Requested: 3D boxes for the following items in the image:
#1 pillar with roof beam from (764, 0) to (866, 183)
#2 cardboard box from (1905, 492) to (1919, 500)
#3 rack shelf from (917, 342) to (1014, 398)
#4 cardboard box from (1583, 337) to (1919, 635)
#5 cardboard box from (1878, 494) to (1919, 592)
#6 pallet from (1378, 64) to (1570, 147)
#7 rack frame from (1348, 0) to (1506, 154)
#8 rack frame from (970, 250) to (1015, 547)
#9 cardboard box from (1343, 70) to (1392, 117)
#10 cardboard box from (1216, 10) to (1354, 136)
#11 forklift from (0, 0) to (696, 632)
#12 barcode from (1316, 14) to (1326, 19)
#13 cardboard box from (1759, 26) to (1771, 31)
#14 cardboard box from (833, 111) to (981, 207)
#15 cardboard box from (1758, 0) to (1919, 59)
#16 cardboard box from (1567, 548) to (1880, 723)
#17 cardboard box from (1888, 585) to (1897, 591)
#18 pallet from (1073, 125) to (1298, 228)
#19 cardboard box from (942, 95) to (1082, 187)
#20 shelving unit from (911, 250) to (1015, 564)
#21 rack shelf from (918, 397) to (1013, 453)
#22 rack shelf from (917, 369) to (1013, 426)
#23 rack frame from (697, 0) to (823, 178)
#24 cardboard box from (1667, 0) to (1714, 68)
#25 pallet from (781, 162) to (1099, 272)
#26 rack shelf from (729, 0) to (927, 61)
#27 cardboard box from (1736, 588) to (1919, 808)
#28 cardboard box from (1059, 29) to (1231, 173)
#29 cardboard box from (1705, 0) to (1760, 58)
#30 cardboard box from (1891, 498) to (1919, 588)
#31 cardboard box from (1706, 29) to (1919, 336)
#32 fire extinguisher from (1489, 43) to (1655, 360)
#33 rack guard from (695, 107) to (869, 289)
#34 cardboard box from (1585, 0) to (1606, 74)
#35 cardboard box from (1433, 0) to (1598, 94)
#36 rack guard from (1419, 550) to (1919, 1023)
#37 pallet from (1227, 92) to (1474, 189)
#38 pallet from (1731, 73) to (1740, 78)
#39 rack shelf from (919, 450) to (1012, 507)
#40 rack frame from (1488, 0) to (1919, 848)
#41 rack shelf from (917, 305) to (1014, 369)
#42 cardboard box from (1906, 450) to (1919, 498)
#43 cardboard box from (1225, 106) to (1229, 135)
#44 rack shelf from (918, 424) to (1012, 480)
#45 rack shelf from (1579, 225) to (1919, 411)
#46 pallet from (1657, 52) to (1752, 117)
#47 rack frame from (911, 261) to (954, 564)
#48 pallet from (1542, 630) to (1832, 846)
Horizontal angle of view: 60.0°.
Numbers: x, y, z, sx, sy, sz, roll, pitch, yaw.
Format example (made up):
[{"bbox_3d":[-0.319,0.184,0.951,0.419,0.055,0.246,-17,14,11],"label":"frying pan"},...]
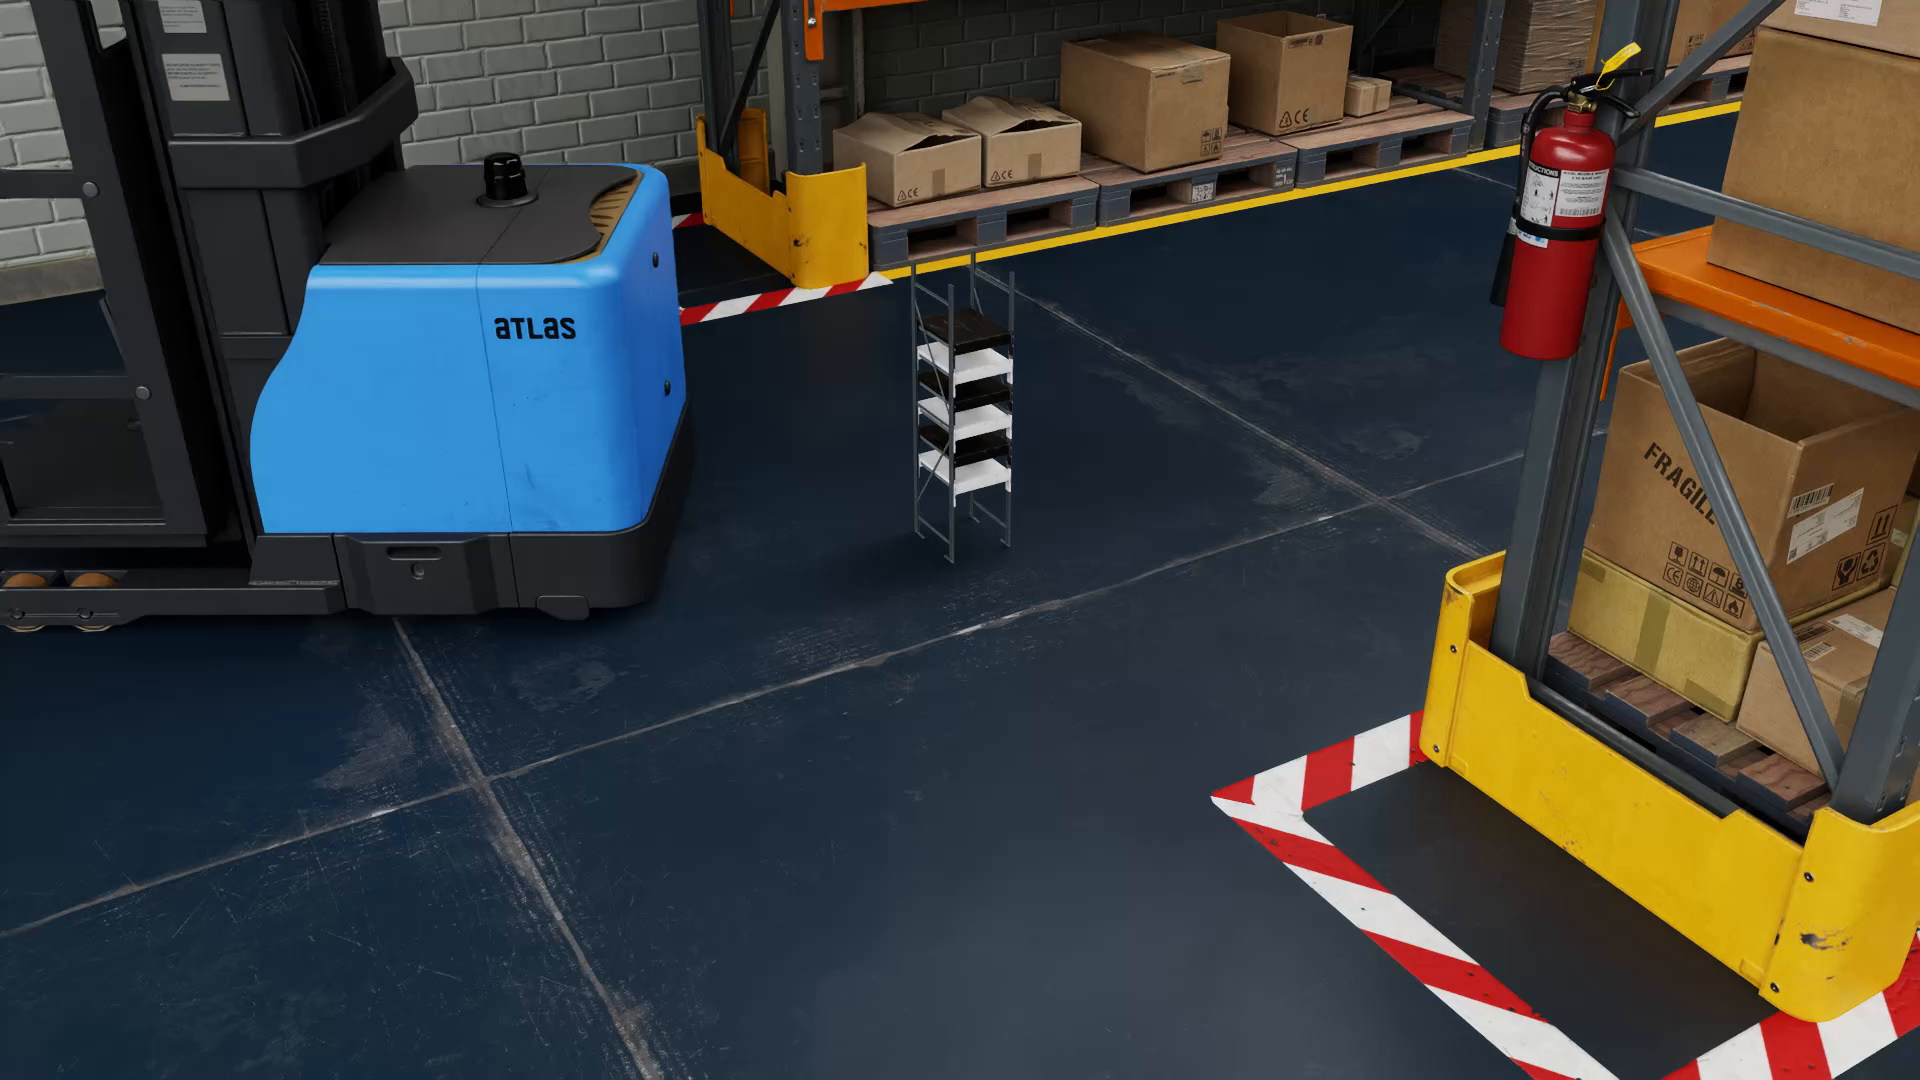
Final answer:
[{"bbox_3d":[1.457,-4.022,3.224,0.400,9.000,9.100,-16,33,-26],"label":"pillar with roof beam"},{"bbox_3d":[2.791,-0.079,4.700,0.500,0.250,0.500,-16,33,-26],"label":"cardboard box"},{"bbox_3d":[0.007,-0.524,4.965,0.200,0.077,0.258,-16,33,-26],"label":"rack shelf"},{"bbox_3d":[1.935,-0.158,4.067,0.500,0.500,0.500,-16,33,-26],"label":"cardboard box"},{"bbox_3d":[2.361,0.044,4.477,0.500,0.250,0.500,-16,33,-26],"label":"cardboard box"},{"bbox_3d":[3.230,-2.606,9.754,1.213,0.211,1.003,-16,33,-26],"label":"pallet"},{"bbox_3d":[2.559,-3.636,8.734,0.127,3.000,1.000,-16,33,-26],"label":"rack frame"},{"bbox_3d":[0.095,-0.421,5.081,0.006,0.900,0.240,-16,33,-26],"label":"rack frame"},{"bbox_3d":[2.113,-2.445,9.053,0.250,0.166,0.380,-21,35,-33],"label":"cardboard box"},{"bbox_3d":[1.685,-2.464,8.741,0.500,0.500,0.500,-19,34,-30],"label":"cardboard box"},{"bbox_3d":[-2.397,-1.275,4.528,3.031,2.935,1.130,0,29,0],"label":"forklift"},{"bbox_3d":[1.972,-2.842,9.096,0.075,0.075,0.001,-16,33,-26],"label":"barcode"},{"bbox_3d":[4.911,-3.438,10.507,0.500,0.500,0.700,-16,33,-26],"label":"cardboard box"},{"bbox_3d":[-0.247,-1.804,7.742,0.500,0.311,0.500,-20,35,-32],"label":"cardboard box"},{"bbox_3d":[1.856,-1.095,3.355,0.250,0.149,0.380,-16,33,-27],"label":"cardboard box"},{"bbox_3d":[1.936,0.171,4.246,0.500,0.250,0.500,-16,33,-26],"label":"cardboard box"},{"bbox_3d":[2.628,0.263,4.080,0.500,0.250,0.500,-16,33,-26],"label":"cardboard box"},{"bbox_3d":[0.945,-1.936,8.539,1.213,0.211,1.003,-16,33,-26],"label":"pallet"},{"bbox_3d":[0.244,-1.944,7.995,0.500,0.311,0.500,-13,31,-22],"label":"cardboard box"},{"bbox_3d":[0.007,-0.396,5.036,0.210,0.900,0.258,-16,33,-26],"label":"shelving unit"},{"bbox_3d":[0.007,-0.367,5.052,0.200,0.077,0.258,-16,33,-26],"label":"rack shelf"},{"bbox_3d":[0.007,-0.446,5.009,0.200,0.077,0.258,-16,33,-26],"label":"rack shelf"},{"bbox_3d":[-0.889,-2.657,6.960,0.127,3.000,1.000,-16,33,-26],"label":"rack frame"},{"bbox_3d":[4.066,-3.177,10.034,0.500,0.500,0.700,-15,32,-26],"label":"cardboard box"},{"bbox_3d":[-0.105,-1.639,8.001,1.213,0.211,1.003,-16,33,-26],"label":"pallet"},{"bbox_3d":[0.835,-2.832,8.021,4.000,0.370,1.077,-16,33,-26],"label":"rack shelf"},{"bbox_3d":[2.199,0.387,3.855,0.500,0.250,0.500,-16,33,-26],"label":"cardboard box"},{"bbox_3d":[0.902,-2.185,8.237,0.500,0.500,0.700,-18,34,-29],"label":"cardboard box"},{"bbox_3d":[4.497,-3.304,10.265,0.500,0.500,0.700,-16,33,-27],"label":"cardboard box"},{"bbox_3d":[2.629,-0.064,3.897,0.500,0.500,0.500,-16,33,-26],"label":"cardboard box"},{"bbox_3d":[2.033,-0.747,3.396,0.500,0.500,0.700,-16,33,-26],"label":"cardboard box"},{"bbox_3d":[1.286,-0.725,3.539,0.183,0.674,0.296,-16,33,-26],"label":"fire extinguisher"},{"bbox_3d":[-0.824,-1.581,7.598,0.348,0.500,1.175,-16,33,-26],"label":"rack guard"},{"bbox_3d":[3.606,-3.069,9.838,0.500,0.500,0.700,-17,33,-27],"label":"cardboard box"},{"bbox_3d":[3.186,-2.921,9.571,0.500,0.500,0.700,-15,32,-25],"label":"cardboard box"},{"bbox_3d":[1.603,0.506,3.816,0.348,0.500,1.175,-16,33,-26],"label":"rack guard"},{"bbox_3d":[1.998,-2.236,9.083,1.213,0.211,1.003,-16,33,-26],"label":"pallet"},{"bbox_3d":[5.334,-3.204,10.837,1.213,0.211,1.003,-16,33,-26],"label":"pallet"},{"bbox_3d":[0.007,-0.209,5.139,0.200,0.077,0.258,-16,33,-26],"label":"rack shelf"},{"bbox_3d":[1.624,-0.594,3.222,0.127,3.000,1.000,-16,33,-26],"label":"rack frame"},{"bbox_3d":[0.007,-0.603,4.922,0.200,0.077,0.258,-16,33,-26],"label":"rack shelf"},{"bbox_3d":[2.790,-0.409,4.521,0.500,0.500,0.500,-16,33,-26],"label":"cardboard box"},{"bbox_3d":[1.170,-2.197,8.622,0.250,0.149,0.380,-19,34,-30],"label":"cardboard box"},{"bbox_3d":[0.007,-0.288,5.096,0.200,0.077,0.258,-16,33,-26],"label":"rack shelf"},{"bbox_3d":[3.348,-0.769,4.283,4.000,0.370,1.077,-16,33,-26],"label":"rack shelf"},{"bbox_3d":[4.283,-2.907,10.299,1.213,0.211,1.003,-16,33,-26],"label":"pallet"},{"bbox_3d":[-0.081,-0.371,4.991,0.006,0.900,0.240,-16,33,-26],"label":"rack frame"},{"bbox_3d":[2.262,0.422,4.267,1.213,0.211,1.003,-16,33,-26],"label":"pallet"}]
